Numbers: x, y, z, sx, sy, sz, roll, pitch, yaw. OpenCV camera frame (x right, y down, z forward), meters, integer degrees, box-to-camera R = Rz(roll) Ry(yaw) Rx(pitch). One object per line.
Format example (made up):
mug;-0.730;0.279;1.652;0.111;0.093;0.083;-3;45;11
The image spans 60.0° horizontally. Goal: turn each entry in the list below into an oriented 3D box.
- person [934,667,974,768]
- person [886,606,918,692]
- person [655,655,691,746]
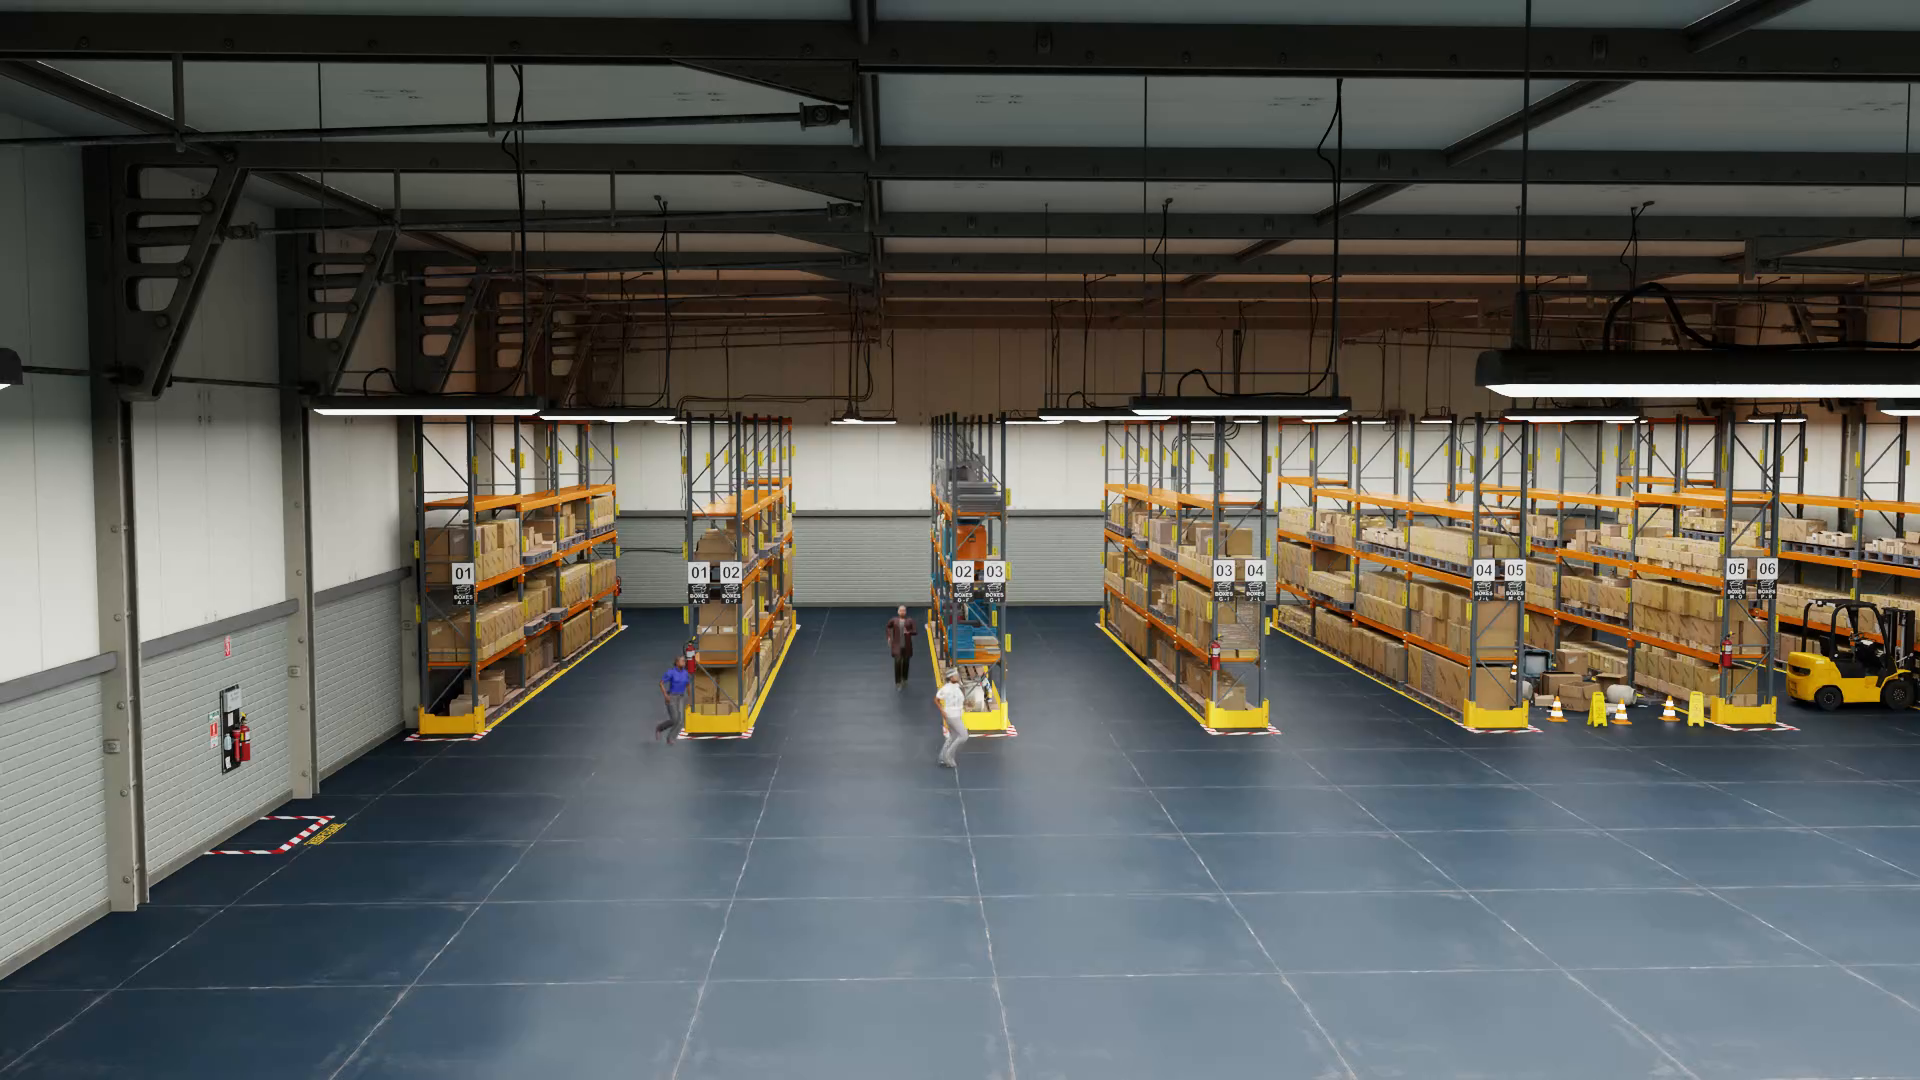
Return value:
person;-0.078;2.978;27.932;0.658;1.684;0.553;1;4;20
person;-1.263;2.347;36.269;0.677;1.834;0.909;0;4;-6
person;-5.147;2.884;30.050;0.536;1.595;0.658;3;5;41
